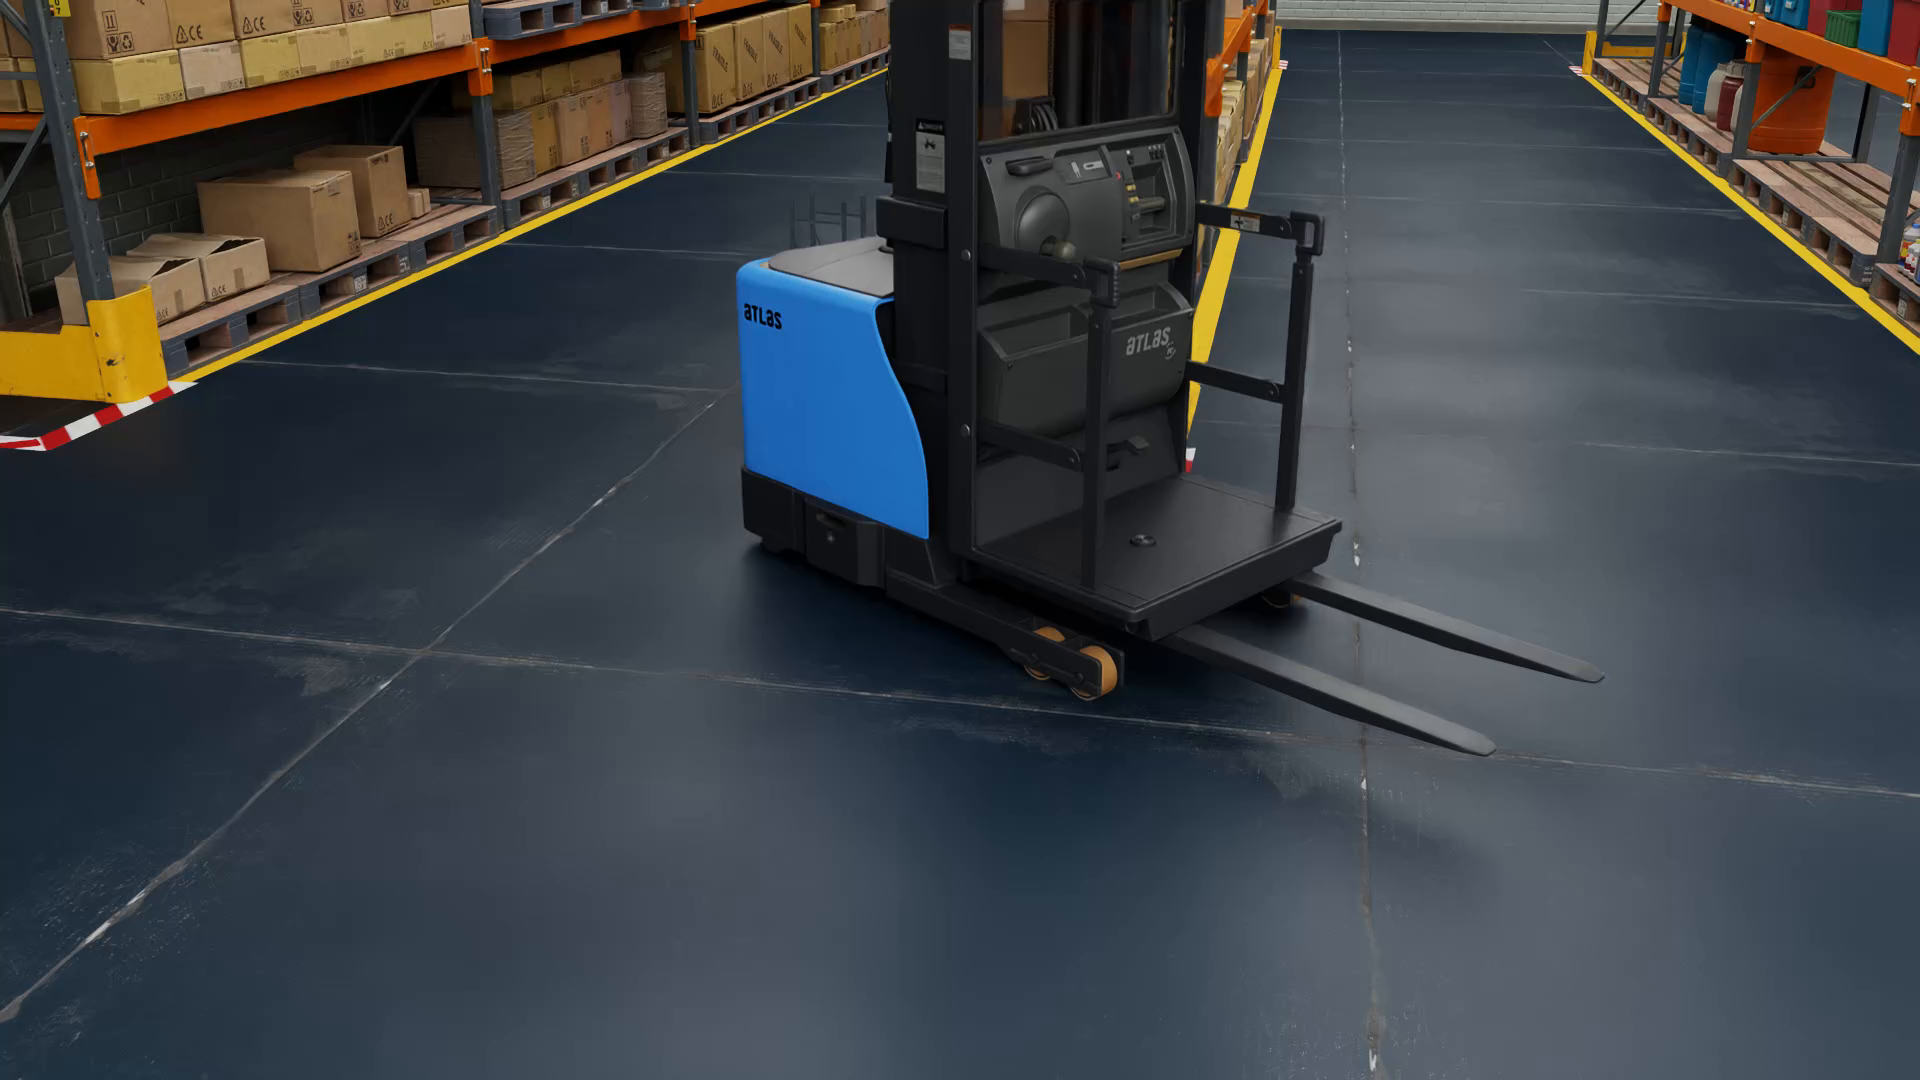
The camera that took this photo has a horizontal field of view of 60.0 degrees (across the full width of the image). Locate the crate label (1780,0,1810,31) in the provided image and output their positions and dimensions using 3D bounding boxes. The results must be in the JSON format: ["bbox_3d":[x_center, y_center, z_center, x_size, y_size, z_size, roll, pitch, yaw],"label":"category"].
[{"bbox_3d":[6.328,-3.966,12.139,0.502,0.435,0.616,4,22,11],"label":"crate label"}]

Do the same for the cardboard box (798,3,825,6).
[{"bbox_3d":[-1.847,-6.456,20.284,0.380,0.149,0.250,5,22,11],"label":"cardboard box"}]

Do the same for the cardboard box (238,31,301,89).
[{"bbox_3d":[-3.924,-2.593,8.950,0.500,0.250,0.500,4,22,10],"label":"cardboard box"}]

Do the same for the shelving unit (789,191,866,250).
[{"bbox_3d":[-0.517,-0.768,6.649,0.258,1.200,0.189,8,22,19],"label":"shelving unit"}]

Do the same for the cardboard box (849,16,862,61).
[{"bbox_3d":[-1.622,-6.182,20.473,0.700,0.500,0.500,5,22,12],"label":"cardboard box"}]

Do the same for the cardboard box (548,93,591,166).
[{"bbox_3d":[-3.386,-3.276,13.230,0.700,0.500,0.500,5,22,12],"label":"cardboard box"}]

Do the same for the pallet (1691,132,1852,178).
[{"bbox_3d":[6.915,-3.290,14.241,1.003,0.211,1.213,4,22,11],"label":"pallet"}]

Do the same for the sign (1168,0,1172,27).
[{"bbox_3d":[0.857,-2.139,6.386,0.100,0.325,0.005,4,22,11],"label":"sign"}]

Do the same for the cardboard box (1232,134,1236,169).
[{"bbox_3d":[1.871,-3.007,12.924,0.500,0.250,0.500,5,22,12],"label":"cardboard box"}]

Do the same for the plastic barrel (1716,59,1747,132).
[{"bbox_3d":[7.109,-3.962,14.841,0.600,0.588,0.708,4,22,11],"label":"plastic barrel"}]

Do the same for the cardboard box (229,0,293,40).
[{"bbox_3d":[-3.922,-2.930,8.783,0.500,0.500,0.500,4,22,9],"label":"cardboard box"}]

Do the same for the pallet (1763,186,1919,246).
[{"bbox_3d":[6.348,-2.274,11.717,1.003,0.211,1.213,4,22,11],"label":"pallet"}]

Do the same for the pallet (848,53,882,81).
[{"bbox_3d":[-1.609,-5.937,20.812,1.003,0.211,1.213,4,22,11],"label":"pallet"}]

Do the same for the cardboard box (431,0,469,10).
[{"bbox_3d":[-3.513,-3.676,10.636,0.500,0.500,0.500,4,22,11],"label":"cardboard box"}]

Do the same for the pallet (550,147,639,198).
[{"bbox_3d":[-3.315,-3.024,13.579,1.003,0.211,1.213,4,22,11],"label":"pallet"}]

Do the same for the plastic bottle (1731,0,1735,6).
[{"bbox_3d":[6.628,-4.681,14.133,0.097,0.271,0.097,0,22,0],"label":"plastic bottle"}]

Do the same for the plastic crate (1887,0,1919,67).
[{"bbox_3d":[5.778,-3.060,9.850,0.402,0.464,0.583,4,22,11],"label":"plastic crate"}]

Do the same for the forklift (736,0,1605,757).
[{"bbox_3d":[0.567,-1.082,5.117,1.130,2.935,3.031,-20,29,-40],"label":"forklift"}]

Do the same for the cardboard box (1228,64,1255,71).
[{"bbox_3d":[2.421,-4.052,15.158,0.500,0.500,0.500,4,22,9],"label":"cardboard box"}]

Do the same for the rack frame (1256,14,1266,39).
[{"bbox_3d":[2.763,-6.134,17.570,1.000,3.000,0.127,4,22,11],"label":"rack frame"}]

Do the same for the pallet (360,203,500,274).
[{"bbox_3d":[-3.822,-2.043,11.144,1.003,0.211,1.213,4,22,11],"label":"pallet"}]

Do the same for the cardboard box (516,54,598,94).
[{"bbox_3d":[-3.277,-3.781,13.479,0.500,0.250,0.500,4,22,11],"label":"cardboard box"}]

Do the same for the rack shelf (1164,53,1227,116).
[{"bbox_3d":[0.723,-2.143,8.623,1.077,0.370,4.000,4,22,11],"label":"rack shelf"}]

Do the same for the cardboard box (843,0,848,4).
[{"bbox_3d":[-1.640,-6.830,21.213,0.380,0.149,0.250,5,22,11],"label":"cardboard box"}]

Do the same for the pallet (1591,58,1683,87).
[{"bbox_3d":[8.221,-5.626,20.040,1.003,0.211,1.213,4,22,11],"label":"pallet"}]

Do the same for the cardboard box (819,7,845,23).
[{"bbox_3d":[-1.586,-6.224,19.707,0.380,0.149,0.250,5,23,13],"label":"cardboard box"}]

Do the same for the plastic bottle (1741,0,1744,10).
[{"bbox_3d":[6.549,-4.506,13.792,0.097,0.201,0.097,0,22,0],"label":"plastic bottle"}]

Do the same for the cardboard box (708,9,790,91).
[{"bbox_3d":[-2.271,-5.135,17.404,0.750,0.750,0.750,5,23,13],"label":"cardboard box"}]

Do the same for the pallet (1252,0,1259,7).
[{"bbox_3d":[2.016,-4.836,14.602,1.213,0.211,1.003,4,22,11],"label":"pallet"}]

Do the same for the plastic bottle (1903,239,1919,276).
[{"bbox_3d":[5.464,-1.615,9.506,0.097,0.201,0.097,0,22,0],"label":"plastic bottle"}]

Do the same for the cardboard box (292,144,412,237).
[{"bbox_3d":[-3.892,-2.247,10.674,0.500,0.500,0.500,3,22,7],"label":"cardboard box"}]

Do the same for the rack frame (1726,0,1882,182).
[{"bbox_3d":[6.795,-4.292,12.996,1.000,3.000,0.127,4,22,11],"label":"rack frame"}]

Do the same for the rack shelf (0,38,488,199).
[{"bbox_3d":[-4.128,-2.520,9.557,1.077,0.370,4.000,4,22,11],"label":"rack shelf"}]

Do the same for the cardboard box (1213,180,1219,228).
[{"bbox_3d":[1.455,-2.256,11.060,0.500,0.250,0.500,4,22,10],"label":"cardboard box"}]

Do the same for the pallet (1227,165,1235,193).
[{"bbox_3d":[1.741,-3.080,13.718,1.003,0.211,1.213,4,22,11],"label":"pallet"}]

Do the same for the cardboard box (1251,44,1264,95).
[{"bbox_3d":[2.834,-4.796,17.005,0.500,0.500,0.500,5,22,11],"label":"cardboard box"}]

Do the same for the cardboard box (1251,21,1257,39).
[{"bbox_3d":[3.141,-5.868,19.661,0.797,0.503,0.637,4,22,11],"label":"cardboard box"}]

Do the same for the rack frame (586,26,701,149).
[{"bbox_3d":[-2.903,-5.048,14.871,1.000,3.000,0.127,4,22,11],"label":"rack frame"}]

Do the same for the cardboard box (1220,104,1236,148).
[{"bbox_3d":[1.771,-3.082,12.360,0.500,0.311,0.500,5,22,12],"label":"cardboard box"}]

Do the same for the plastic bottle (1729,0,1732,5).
[{"bbox_3d":[6.648,-4.684,14.234,0.097,0.201,0.097,0,22,0],"label":"plastic bottle"}]

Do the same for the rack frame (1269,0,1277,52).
[{"bbox_3d":[3.579,-7.597,21.202,1.000,3.000,0.127,4,22,11],"label":"rack frame"}]

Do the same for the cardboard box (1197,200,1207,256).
[{"bbox_3d":[1.250,-1.942,10.278,0.500,0.250,0.500,4,22,11],"label":"cardboard box"}]

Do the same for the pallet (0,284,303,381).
[{"bbox_3d":[-4.320,-1.151,8.928,1.003,0.211,1.213,4,22,11],"label":"pallet"}]

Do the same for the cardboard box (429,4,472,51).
[{"bbox_3d":[-3.520,-3.328,10.776,0.500,0.250,0.500,5,22,11],"label":"cardboard box"}]

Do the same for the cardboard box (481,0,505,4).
[{"bbox_3d":[-3.582,-4.019,11.594,0.700,0.500,0.500,5,22,11],"label":"cardboard box"}]

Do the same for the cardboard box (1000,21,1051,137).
[{"bbox_3d":[0.422,-1.962,7.075,0.700,0.500,0.500,4,22,11],"label":"cardboard box"}]

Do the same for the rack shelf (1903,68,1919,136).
[{"bbox_3d":[5.571,-1.764,7.682,1.077,0.370,4.000,4,22,11],"label":"rack shelf"}]
